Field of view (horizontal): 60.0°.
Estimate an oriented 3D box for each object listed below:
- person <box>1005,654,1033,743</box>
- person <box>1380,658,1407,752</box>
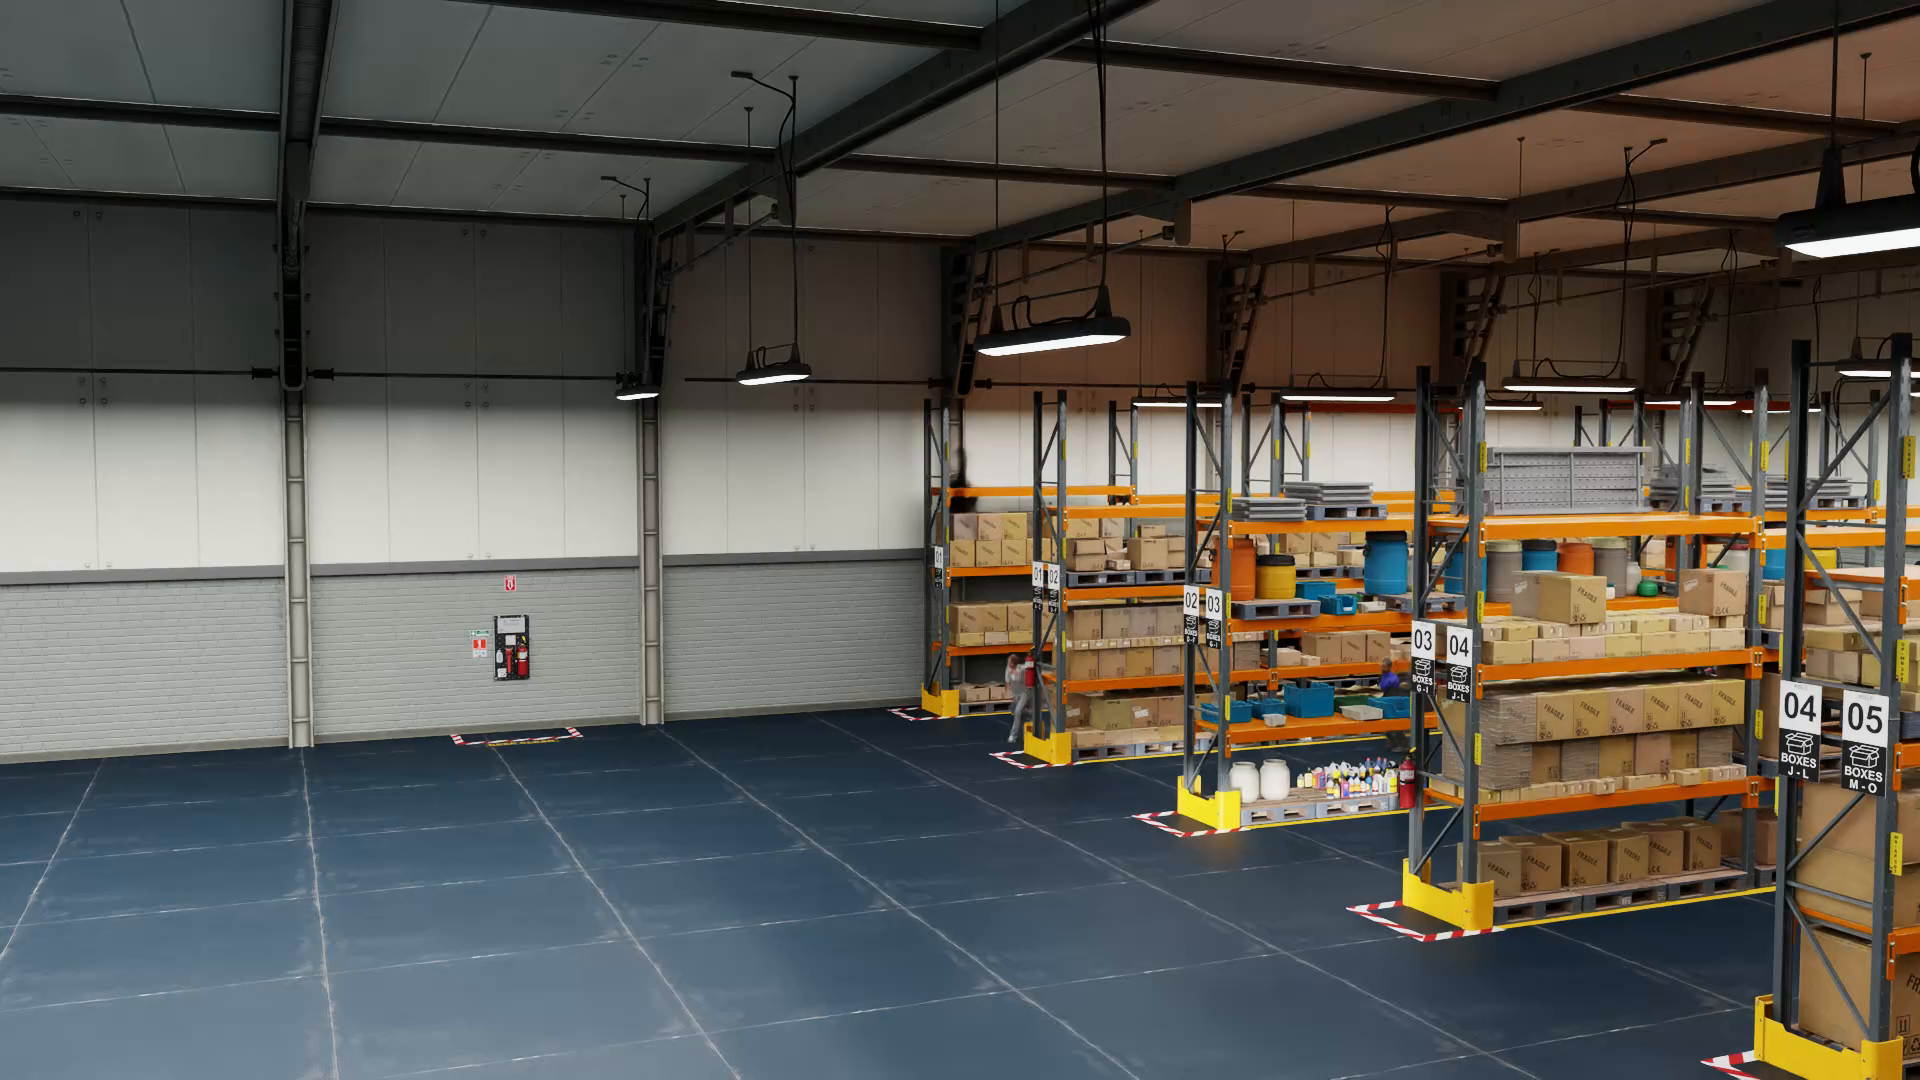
[{"bbox_3d":[1.102,2.774,28.901,0.572,1.435,0.918,2,4,30],"label":"person"},{"bbox_3d":[7.153,2.742,27.524,0.707,1.596,0.559,-1,4,-20],"label":"person"}]
